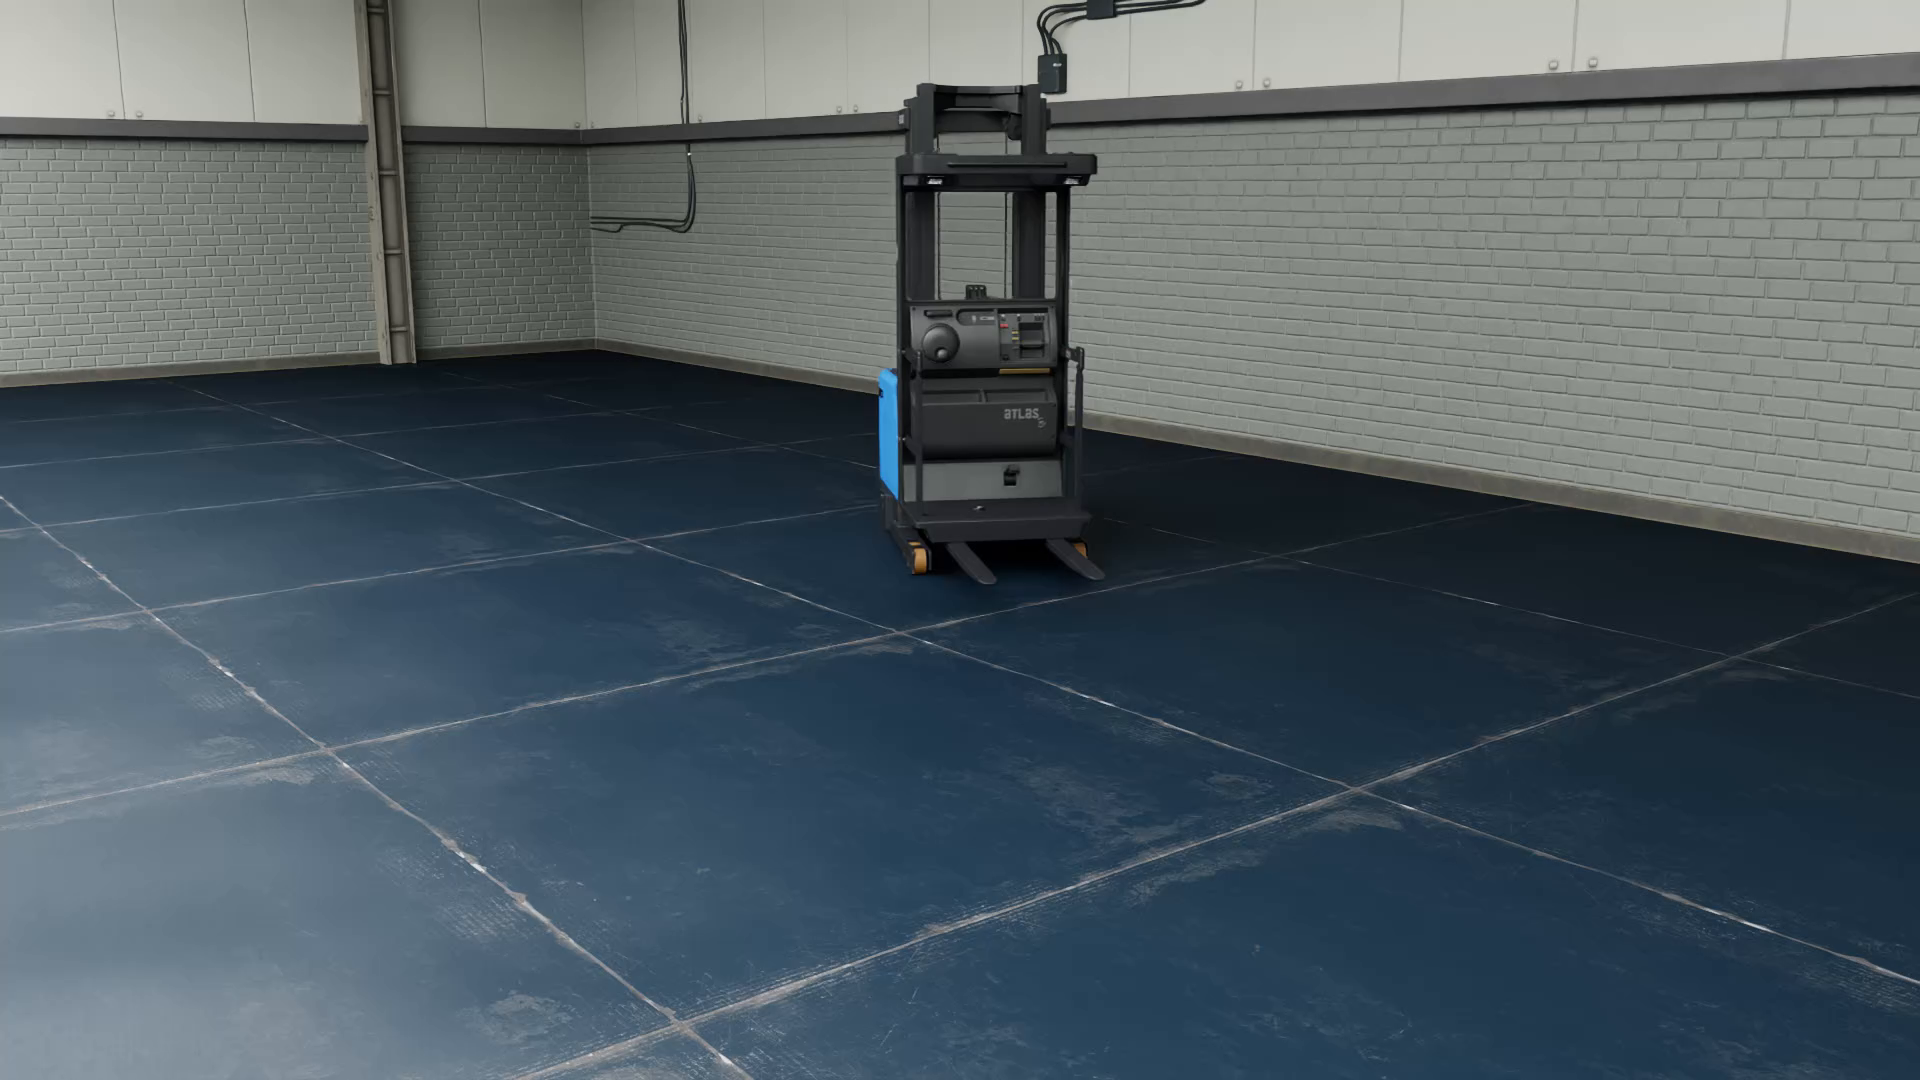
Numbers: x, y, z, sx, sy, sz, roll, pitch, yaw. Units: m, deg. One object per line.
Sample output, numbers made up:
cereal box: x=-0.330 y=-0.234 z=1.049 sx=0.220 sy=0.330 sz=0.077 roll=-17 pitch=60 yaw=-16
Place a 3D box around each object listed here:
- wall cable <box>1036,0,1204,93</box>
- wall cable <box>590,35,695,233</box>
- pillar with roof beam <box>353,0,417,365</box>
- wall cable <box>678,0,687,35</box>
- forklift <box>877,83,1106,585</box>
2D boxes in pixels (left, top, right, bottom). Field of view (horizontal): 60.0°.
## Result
wall cable: x=1.495 y=-7.074 z=14.591 sx=0.169 sy=6.003 sz=2.305 roll=-9 pitch=15 yaw=-38
wall cable: x=-4.423 y=-5.434 z=22.528 sx=0.112 sy=2.526 sz=3.097 roll=-9 pitch=15 yaw=-38
pillar with roof beam: x=-4.860 y=-6.086 z=18.127 sx=0.400 sy=9.000 sz=9.100 roll=-9 pitch=15 yaw=-38
wall cable: x=-2.733 y=-7.465 z=19.937 sx=0.112 sy=2.526 sz=3.097 roll=-9 pitch=15 yaw=-38
forklift: x=0.190 y=-1.301 z=10.201 sx=1.130 sy=2.935 sz=3.031 roll=-2 pitch=12 yaw=-10
